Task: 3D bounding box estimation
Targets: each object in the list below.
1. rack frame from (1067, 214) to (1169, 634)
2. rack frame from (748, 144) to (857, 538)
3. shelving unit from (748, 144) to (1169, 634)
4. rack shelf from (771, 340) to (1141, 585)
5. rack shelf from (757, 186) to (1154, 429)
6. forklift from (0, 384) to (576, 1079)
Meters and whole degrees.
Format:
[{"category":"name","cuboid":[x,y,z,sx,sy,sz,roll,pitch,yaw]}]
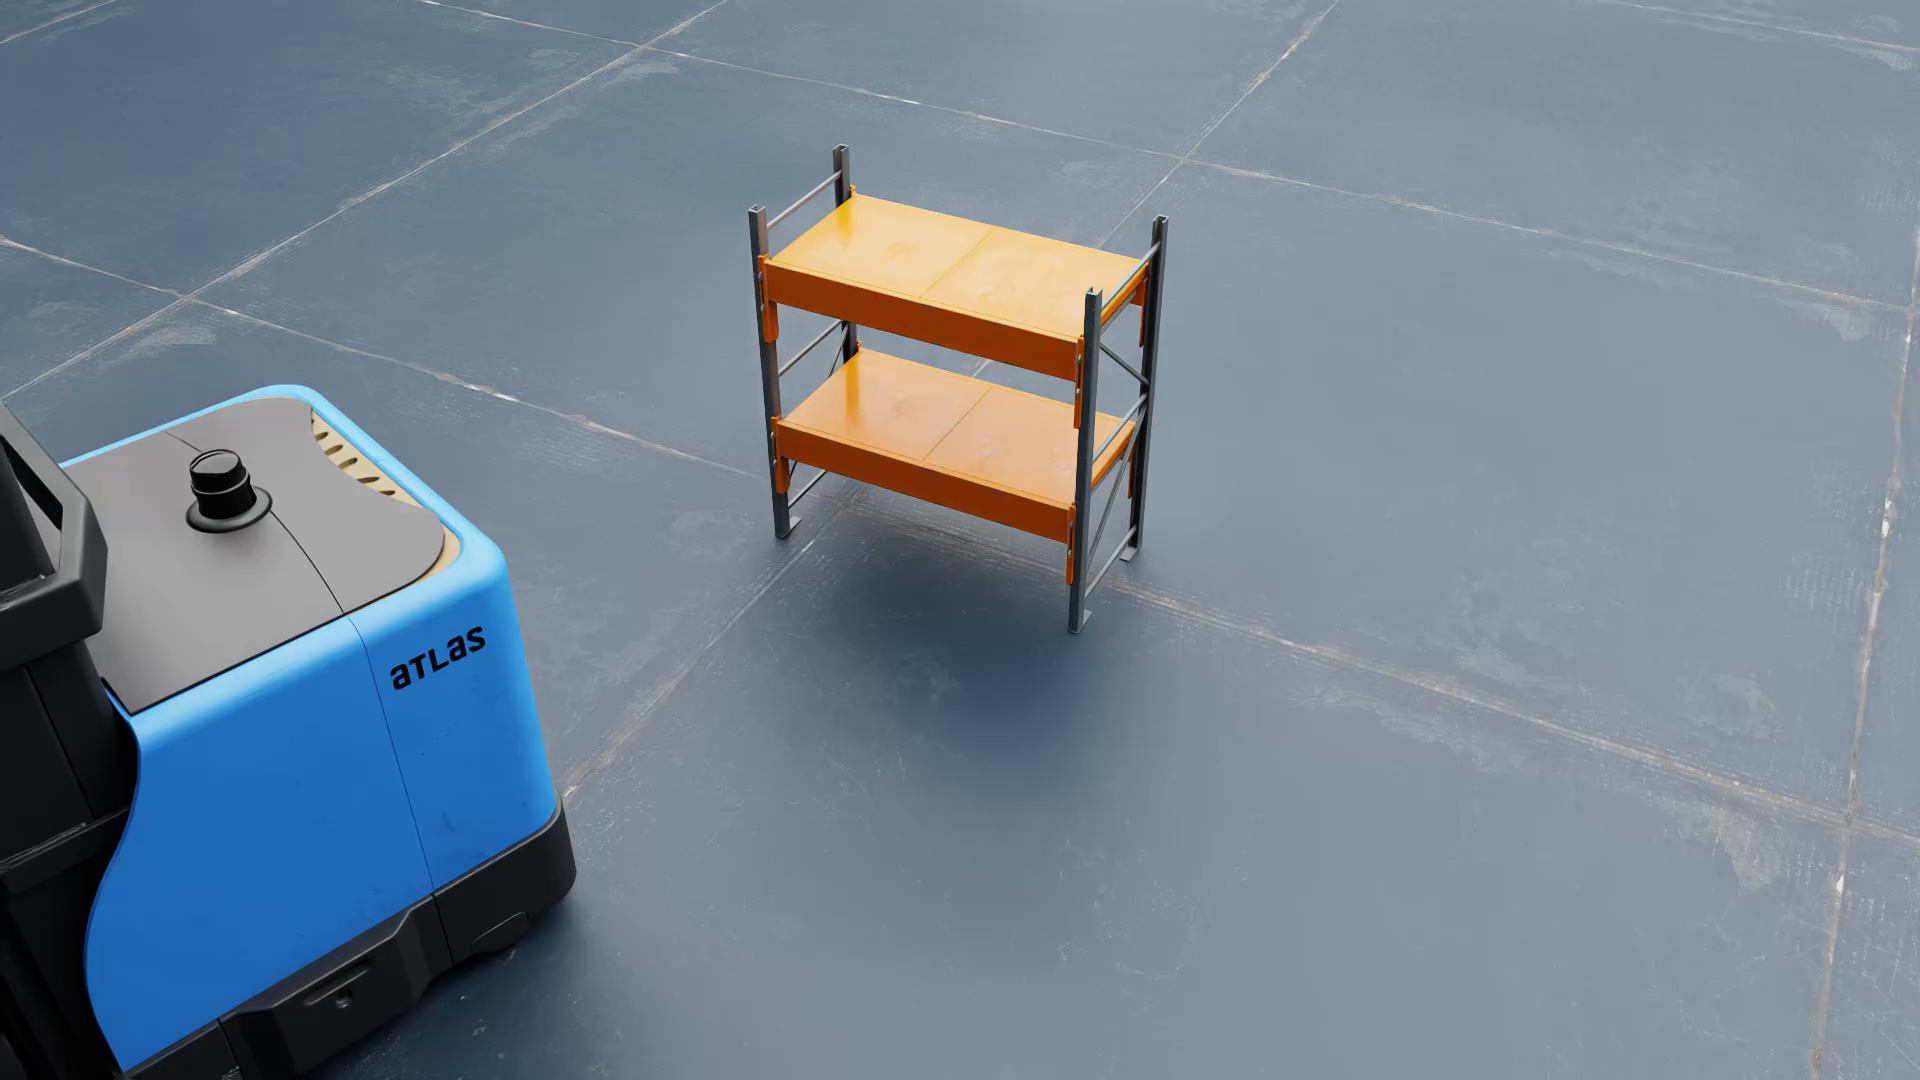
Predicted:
[{"category":"rack frame","cuboid":[0.445,-0.309,4.726,0.032,1.125,0.500,17,41,21]},{"category":"rack frame","cuboid":[-0.457,-0.591,5.099,0.032,1.125,0.500,17,41,21]},{"category":"shelving unit","cuboid":[-0.006,-0.450,4.912,1.048,1.125,0.538,17,41,21]},{"category":"rack shelf","cuboid":[-0.006,-0.255,5.060,1.000,0.278,0.538,17,41,21]},{"category":"rack shelf","cuboid":[-0.006,-0.683,4.735,1.000,0.278,0.538,17,41,21]},{"category":"forklift","cuboid":[-2.356,0.109,2.682,3.031,2.935,1.130,-29,46,-33]}]
